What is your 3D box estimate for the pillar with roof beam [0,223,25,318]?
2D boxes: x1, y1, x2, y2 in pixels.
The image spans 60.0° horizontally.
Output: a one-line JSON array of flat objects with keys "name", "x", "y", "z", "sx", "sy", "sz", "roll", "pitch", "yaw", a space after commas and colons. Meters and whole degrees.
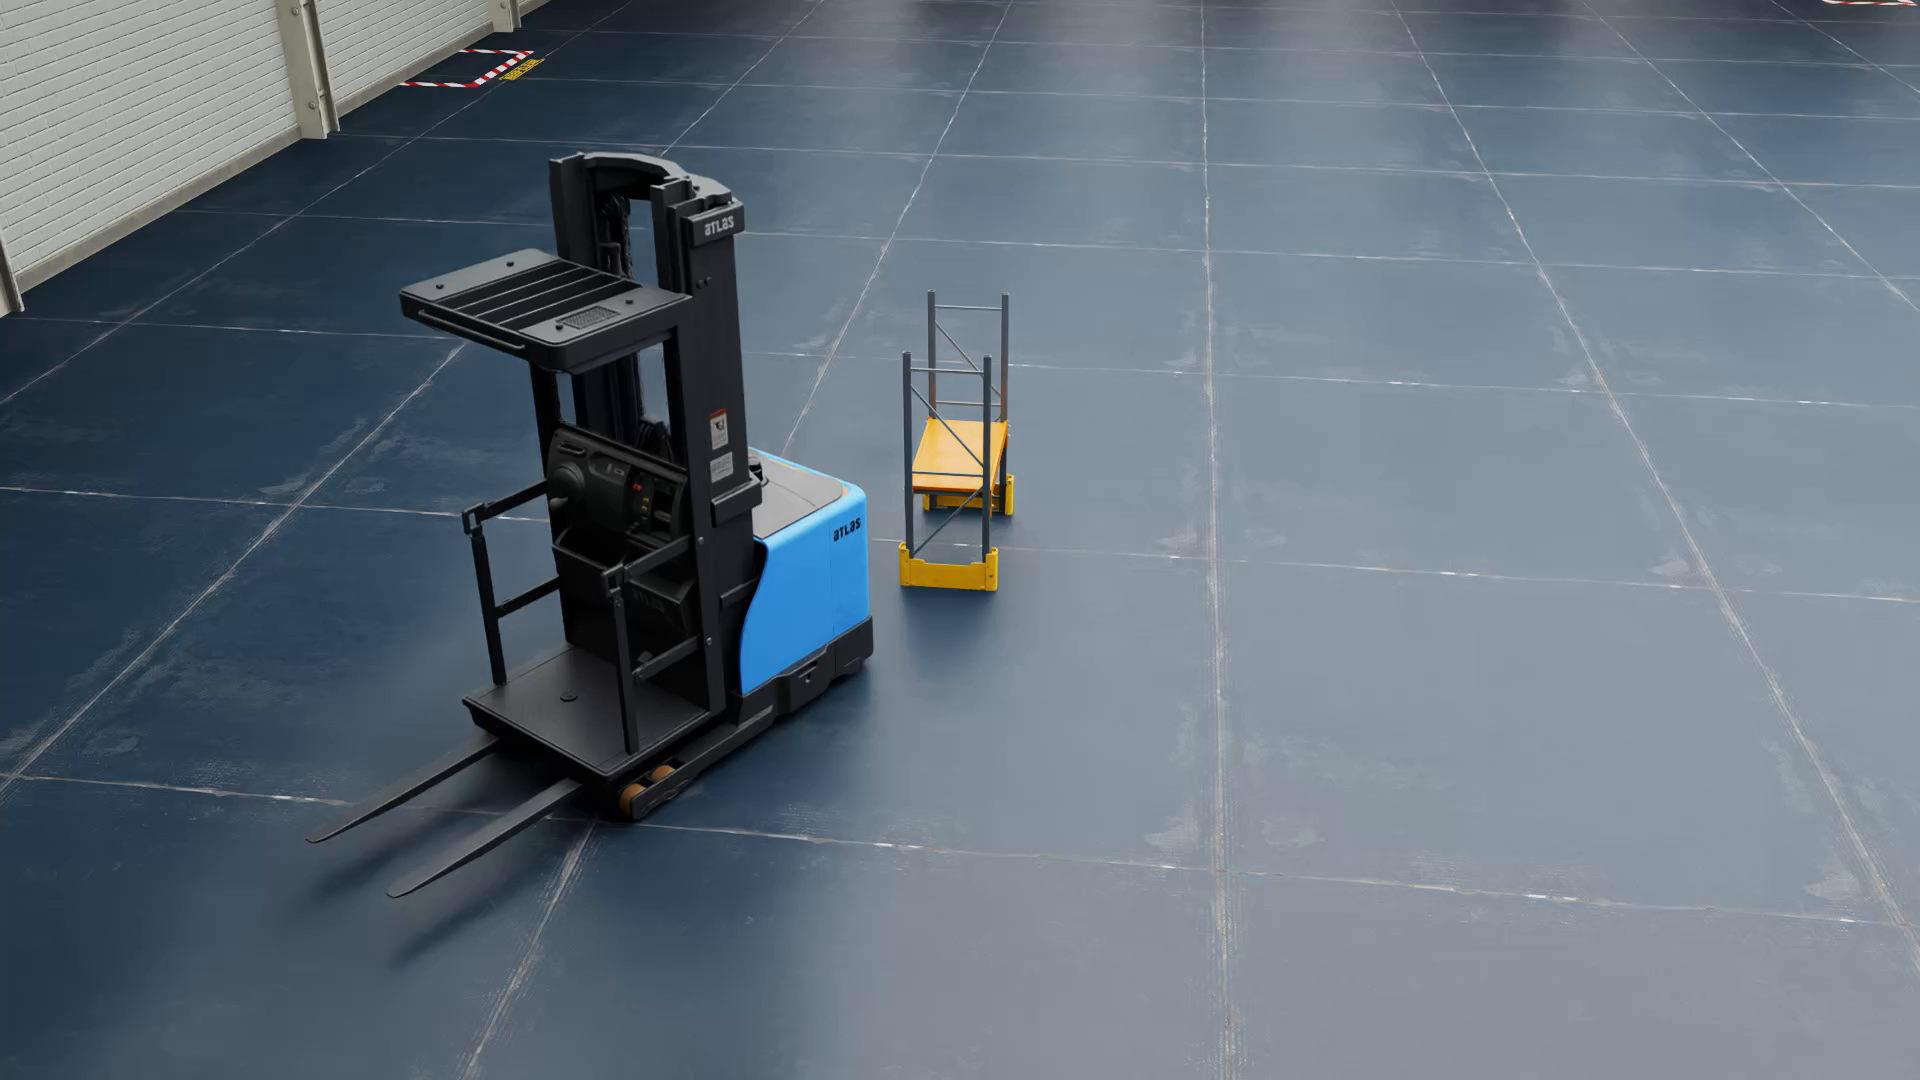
[{"name": "pillar with roof beam", "x": -3.883, "y": -5.595, "z": 11.439, "sx": 9.100, "sy": 9.000, "sz": 0.400, "roll": 3, "pitch": 28, "yaw": 6}]

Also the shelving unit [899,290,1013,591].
[{"name": "shelving unit", "x": -0.009, "y": -0.624, "z": 10.120, "sx": 0.587, "sy": 1.500, "sz": 1.083, "roll": 3, "pitch": 28, "yaw": 6}]

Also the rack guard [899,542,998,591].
[{"name": "rack guard", "x": -0.070, "y": 0.160, "z": 9.981, "sx": 0.587, "sy": 0.250, "sz": 0.087, "roll": 3, "pitch": 28, "yaw": 6}]

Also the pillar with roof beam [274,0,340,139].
[{"name": "pillar with roof beam", "x": -3.148, "y": -8.419, "z": 16.682, "sx": 9.100, "sy": 9.000, "sz": 0.400, "roll": 3, "pitch": 28, "yaw": 6}]

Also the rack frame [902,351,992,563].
[{"name": "rack frame", "x": -0.073, "y": -0.381, "z": 9.668, "sx": 0.500, "sy": 1.500, "sz": 0.032, "roll": 3, "pitch": 28, "yaw": 6}]

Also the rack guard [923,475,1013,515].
[{"name": "rack guard", "x": 0.052, "y": -0.309, "z": 10.851, "sx": 0.587, "sy": 0.250, "sz": 0.087, "roll": 3, "pitch": 28, "yaw": 6}]

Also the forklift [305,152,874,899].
[{"name": "forklift", "x": -1.783, "y": -0.207, "z": 7.837, "sx": 1.130, "sy": 2.935, "sz": 3.031, "roll": 20, "pitch": 34, "yaw": 33}]

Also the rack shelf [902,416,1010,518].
[{"name": "rack shelf", "x": -0.010, "y": -0.462, "z": 10.197, "sx": 0.538, "sy": 0.185, "sz": 1.000, "roll": 3, "pitch": 28, "yaw": 6}]

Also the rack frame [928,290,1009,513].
[{"name": "rack frame", "x": 0.052, "y": -0.859, "z": 10.556, "sx": 0.500, "sy": 1.500, "sz": 0.032, "roll": 3, "pitch": 28, "yaw": 6}]

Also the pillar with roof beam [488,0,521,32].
[{"name": "pillar with roof beam", "x": -2.413, "y": -11.243, "z": 21.924, "sx": 9.100, "sy": 9.000, "sz": 0.400, "roll": 3, "pitch": 28, "yaw": 6}]
